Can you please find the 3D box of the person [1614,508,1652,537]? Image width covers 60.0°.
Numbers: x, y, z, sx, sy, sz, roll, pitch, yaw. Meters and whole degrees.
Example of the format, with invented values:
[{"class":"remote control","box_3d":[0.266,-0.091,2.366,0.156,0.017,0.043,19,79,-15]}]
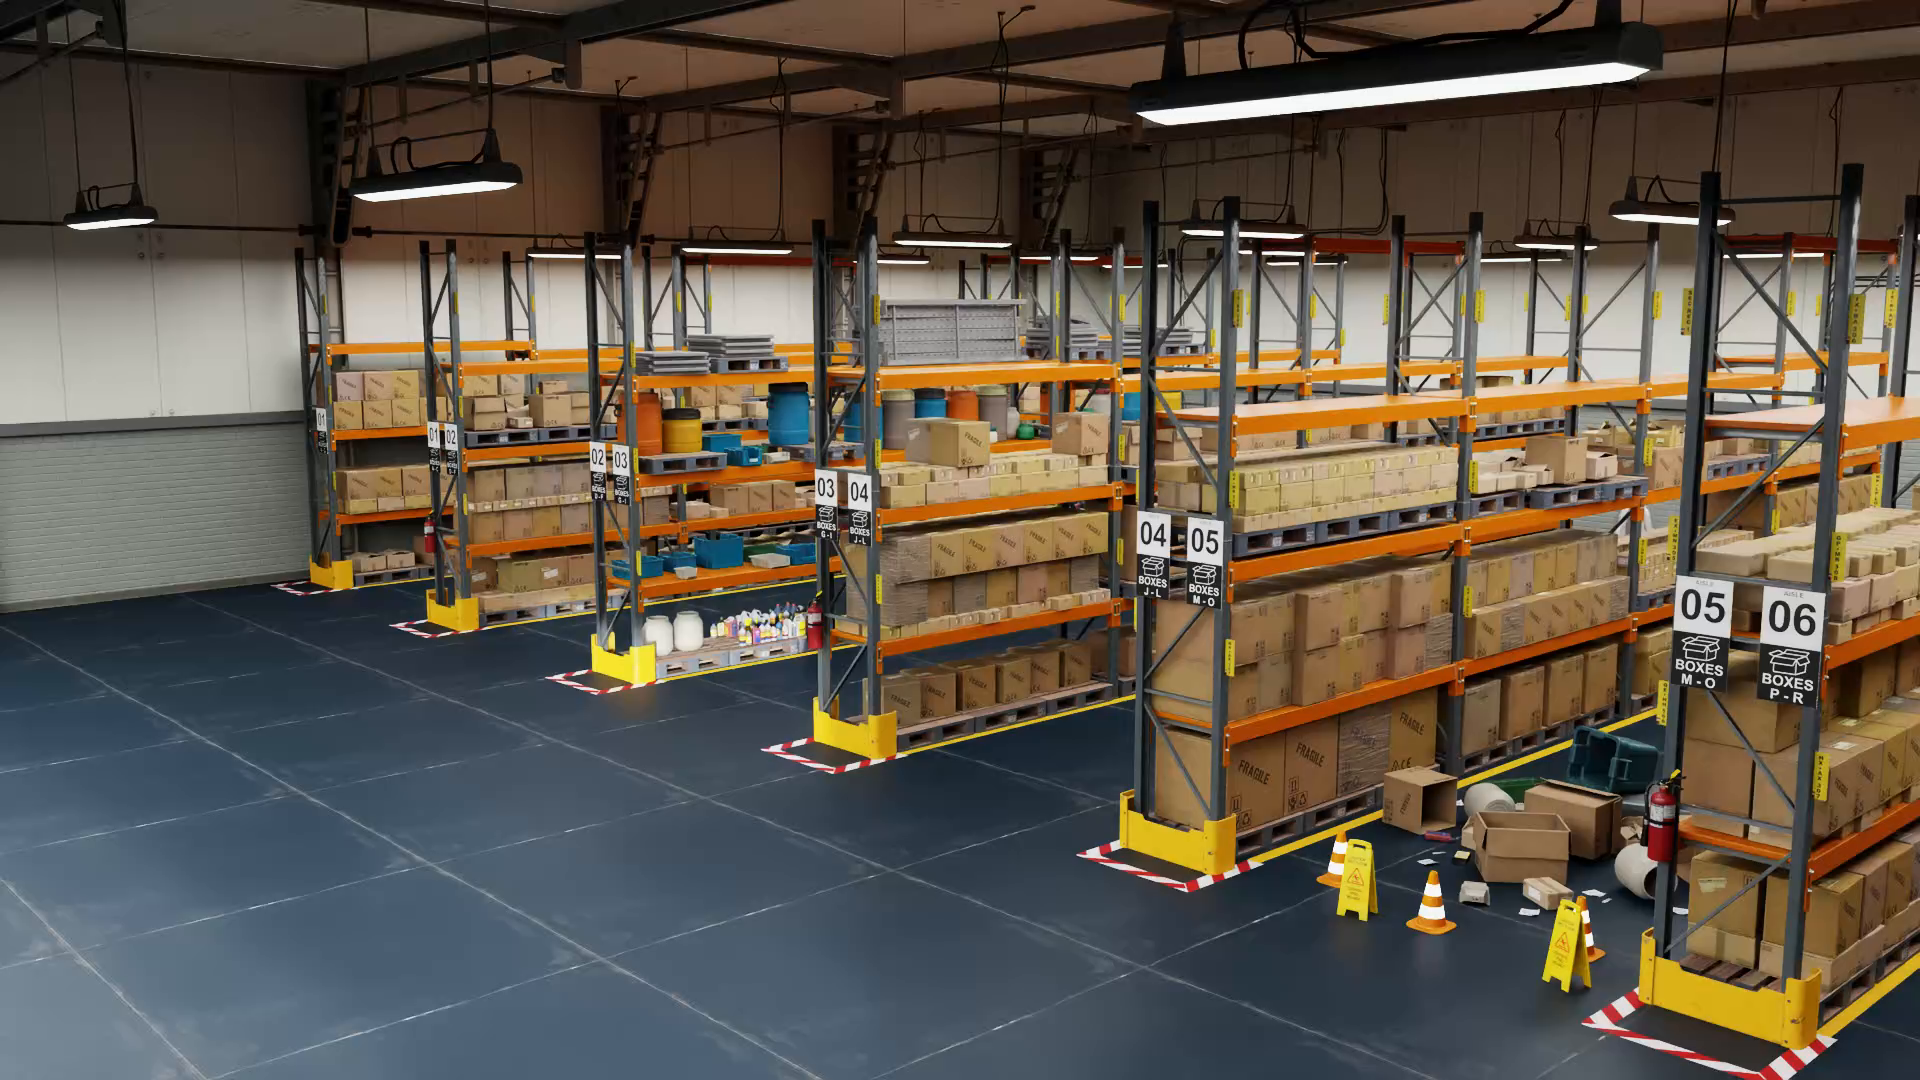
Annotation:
[{"class":"person","box_3d":[11.731,0.025,29.111,0.642,1.737,1.034,7,11,39]}]
